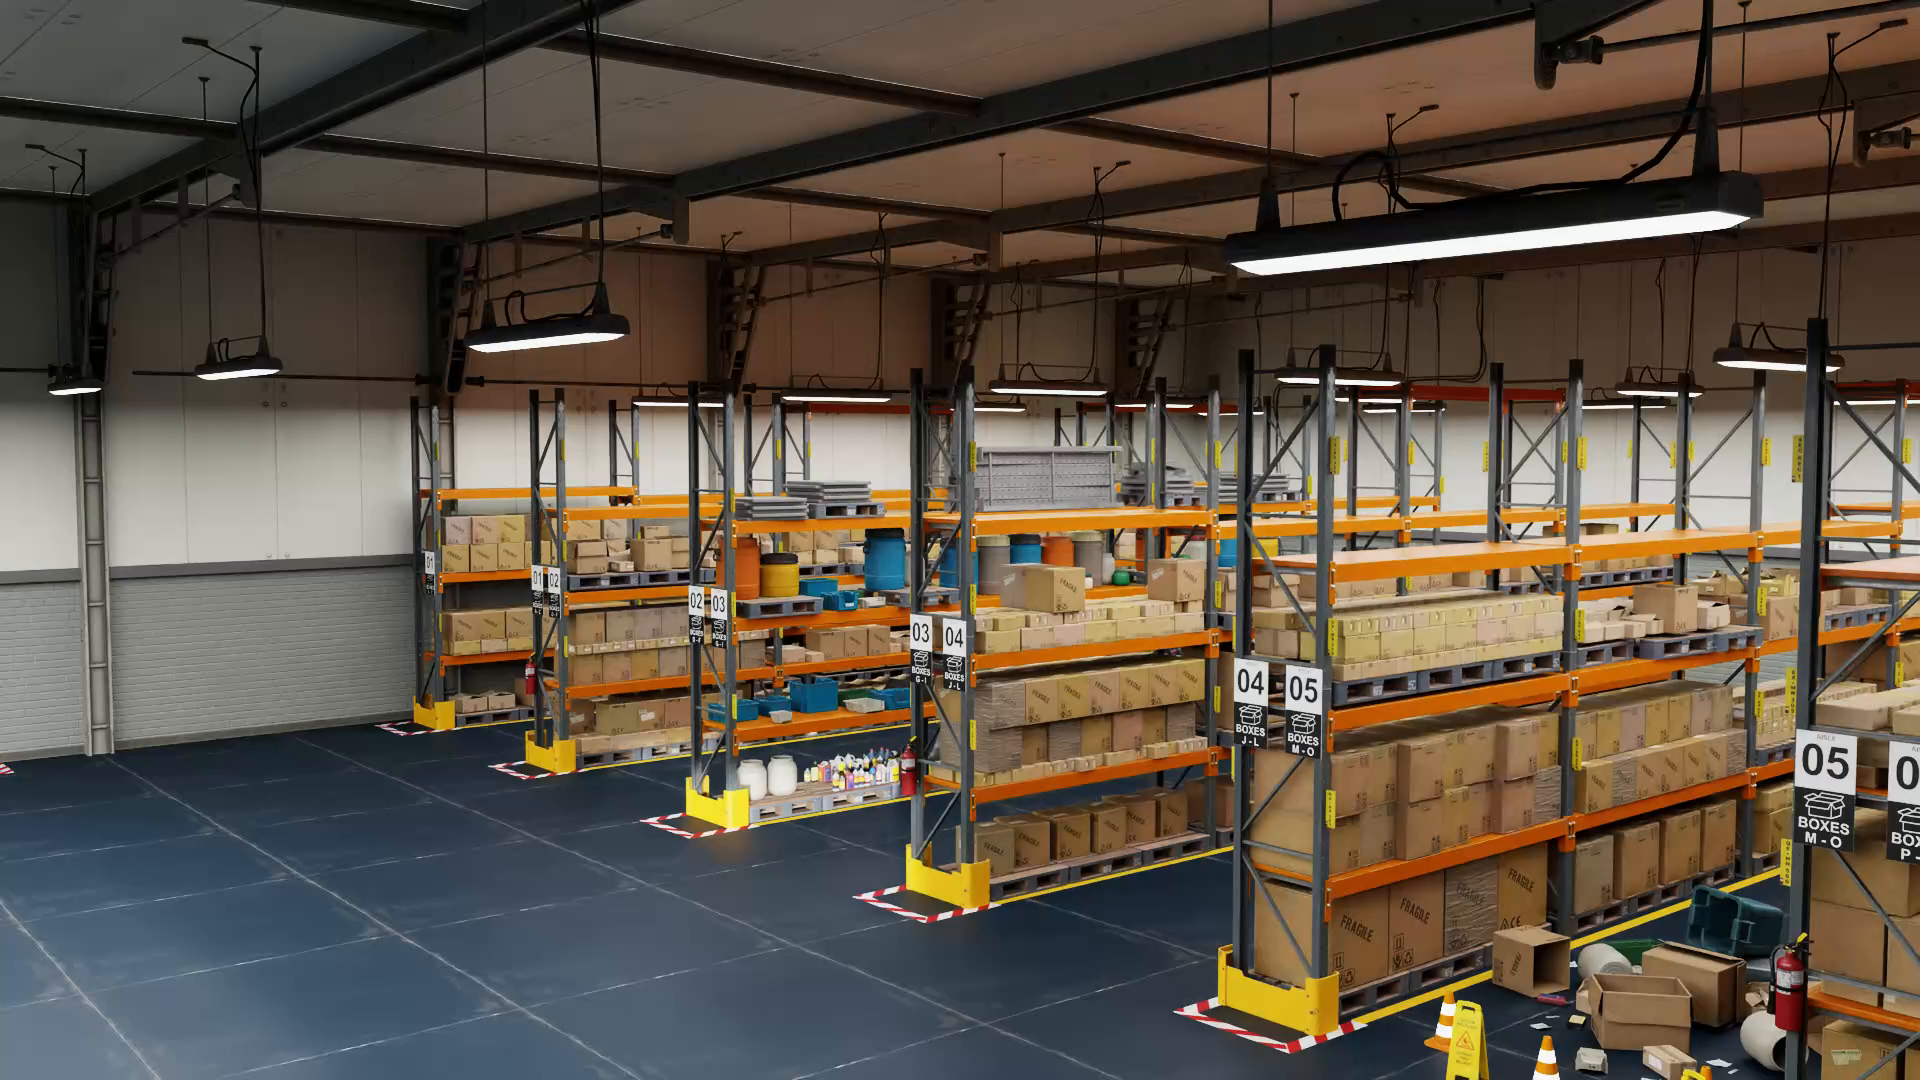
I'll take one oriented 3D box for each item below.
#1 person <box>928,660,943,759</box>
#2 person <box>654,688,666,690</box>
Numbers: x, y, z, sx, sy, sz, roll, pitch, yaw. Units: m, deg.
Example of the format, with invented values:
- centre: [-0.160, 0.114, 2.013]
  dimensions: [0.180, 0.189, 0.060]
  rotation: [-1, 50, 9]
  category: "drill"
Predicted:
- centre: [-0.218, 2.664, 27.491]
  dimensions: [0.700, 1.788, 0.970]
  rotation: [3, 5, 44]
  category: "person"
- centre: [-5.352, 2.603, 29.651]
  dimensions: [0.528, 1.618, 0.584]
  rotation: [-3, 4, -41]
  category: "person"
